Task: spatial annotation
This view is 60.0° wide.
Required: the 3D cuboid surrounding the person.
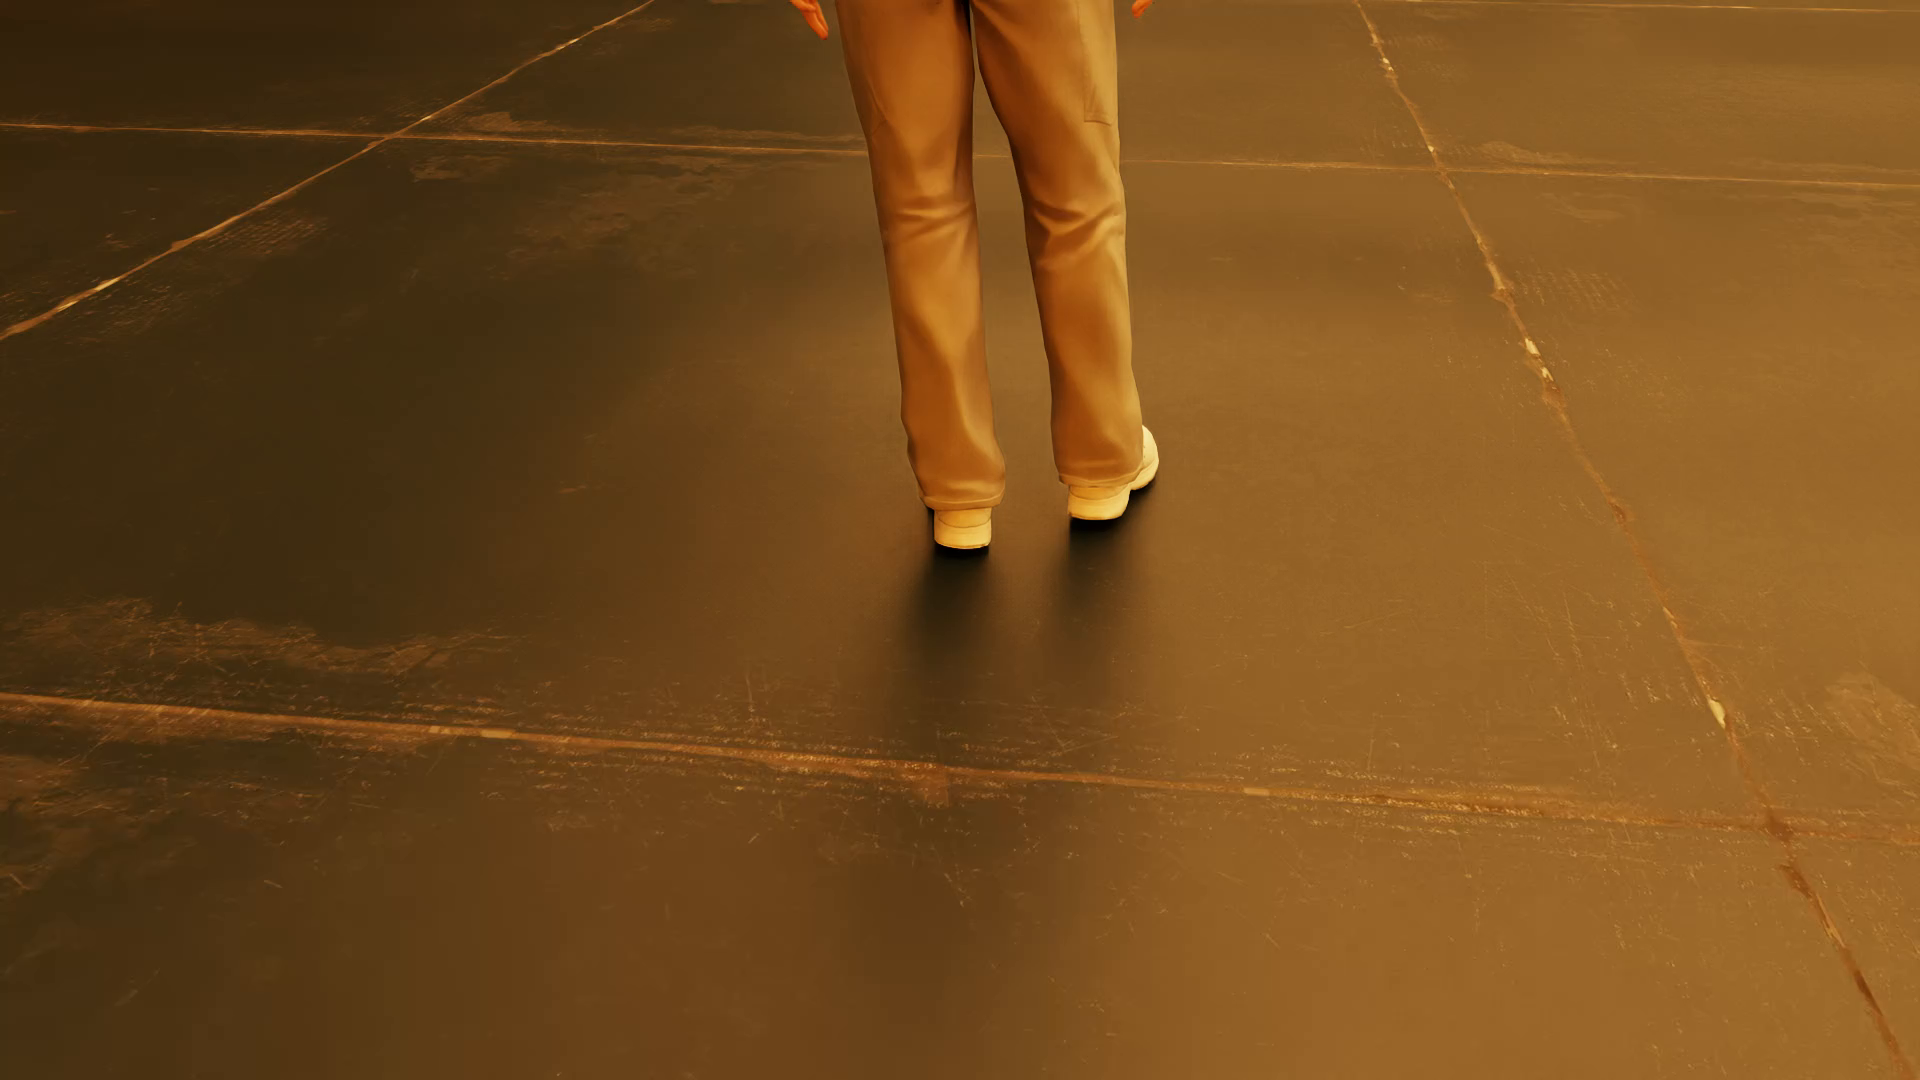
[{"bbox_3d":[0.023,-0.788,2.186,0.549,1.675,0.549,3,27,7],"label":"person"}]
